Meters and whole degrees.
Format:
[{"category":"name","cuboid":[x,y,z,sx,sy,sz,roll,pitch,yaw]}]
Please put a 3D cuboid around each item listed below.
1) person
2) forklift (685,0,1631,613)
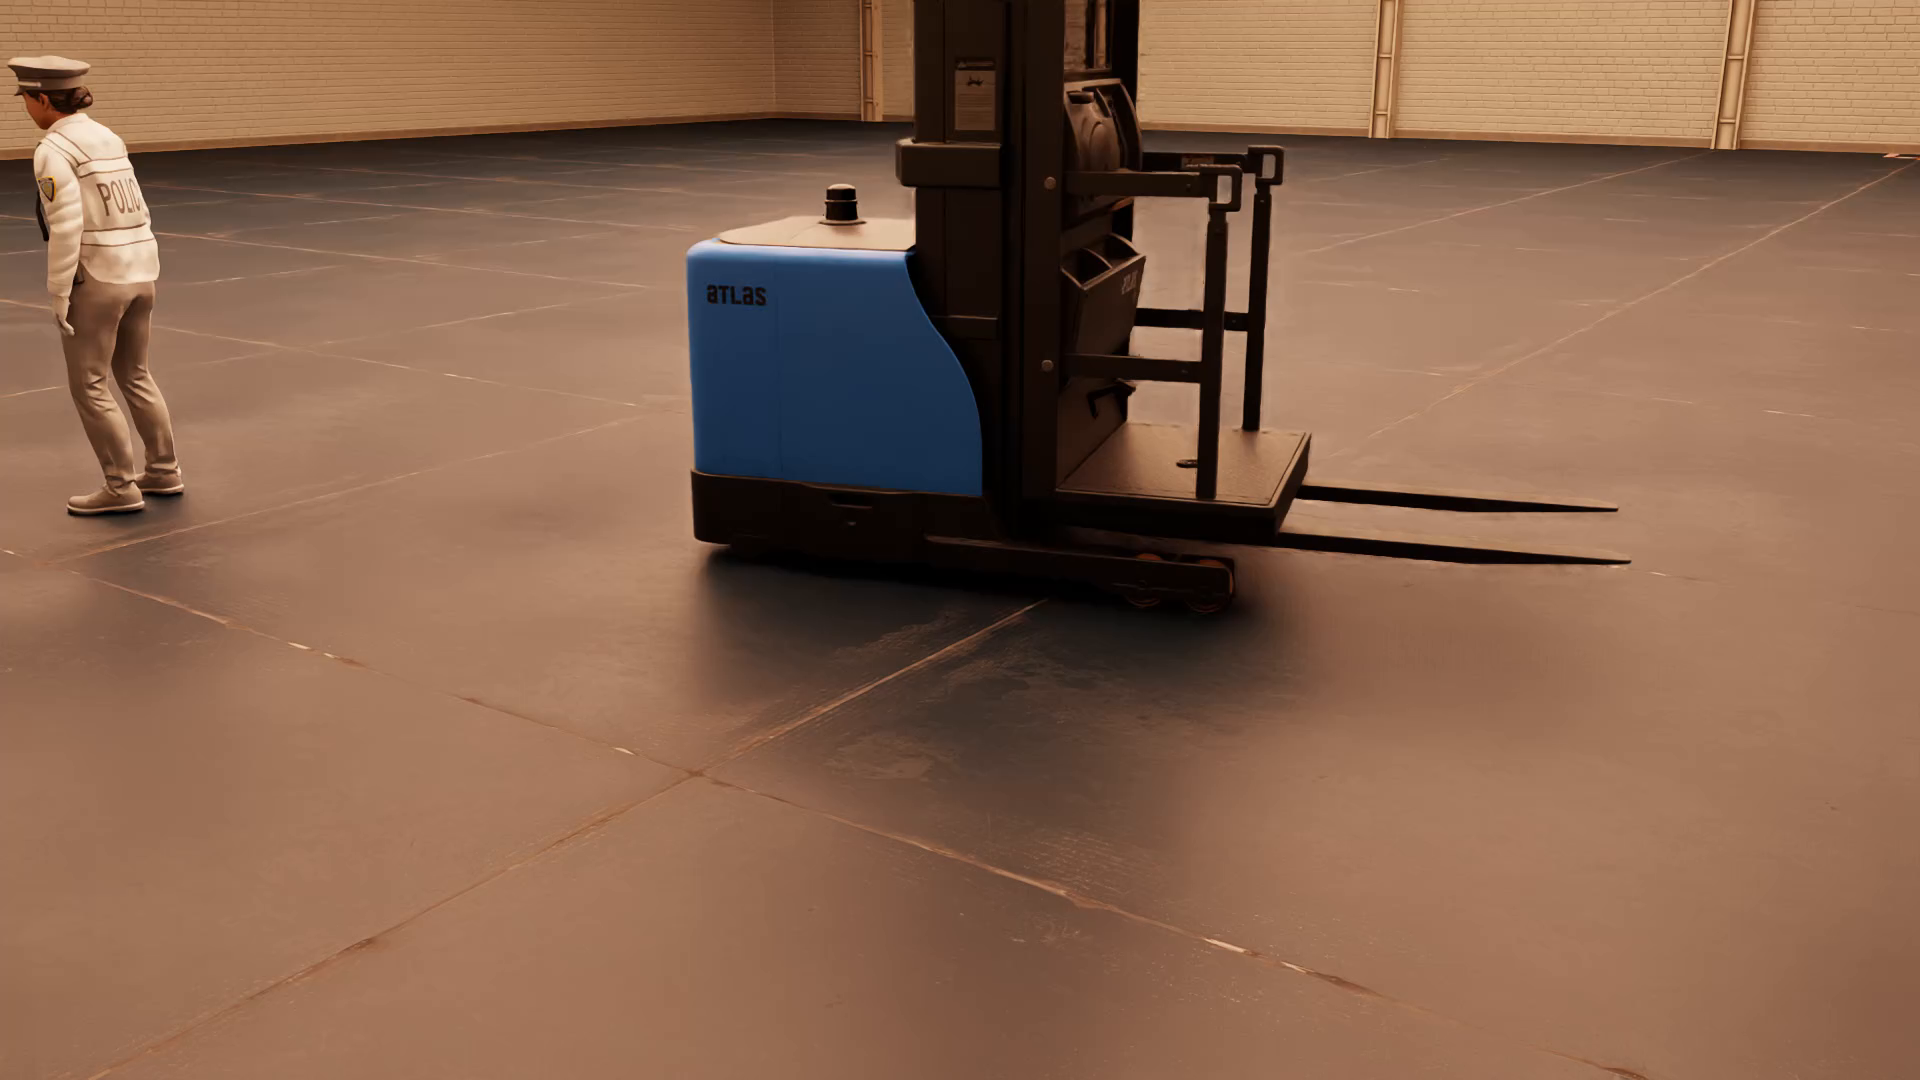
[{"category":"person","cuboid":[-3.196,-0.935,6.177,0.376,1.662,0.528,2,17,8]},{"category":"forklift","cuboid":[0.653,-1.347,5.336,3.031,2.935,1.130,5,17,17]}]
